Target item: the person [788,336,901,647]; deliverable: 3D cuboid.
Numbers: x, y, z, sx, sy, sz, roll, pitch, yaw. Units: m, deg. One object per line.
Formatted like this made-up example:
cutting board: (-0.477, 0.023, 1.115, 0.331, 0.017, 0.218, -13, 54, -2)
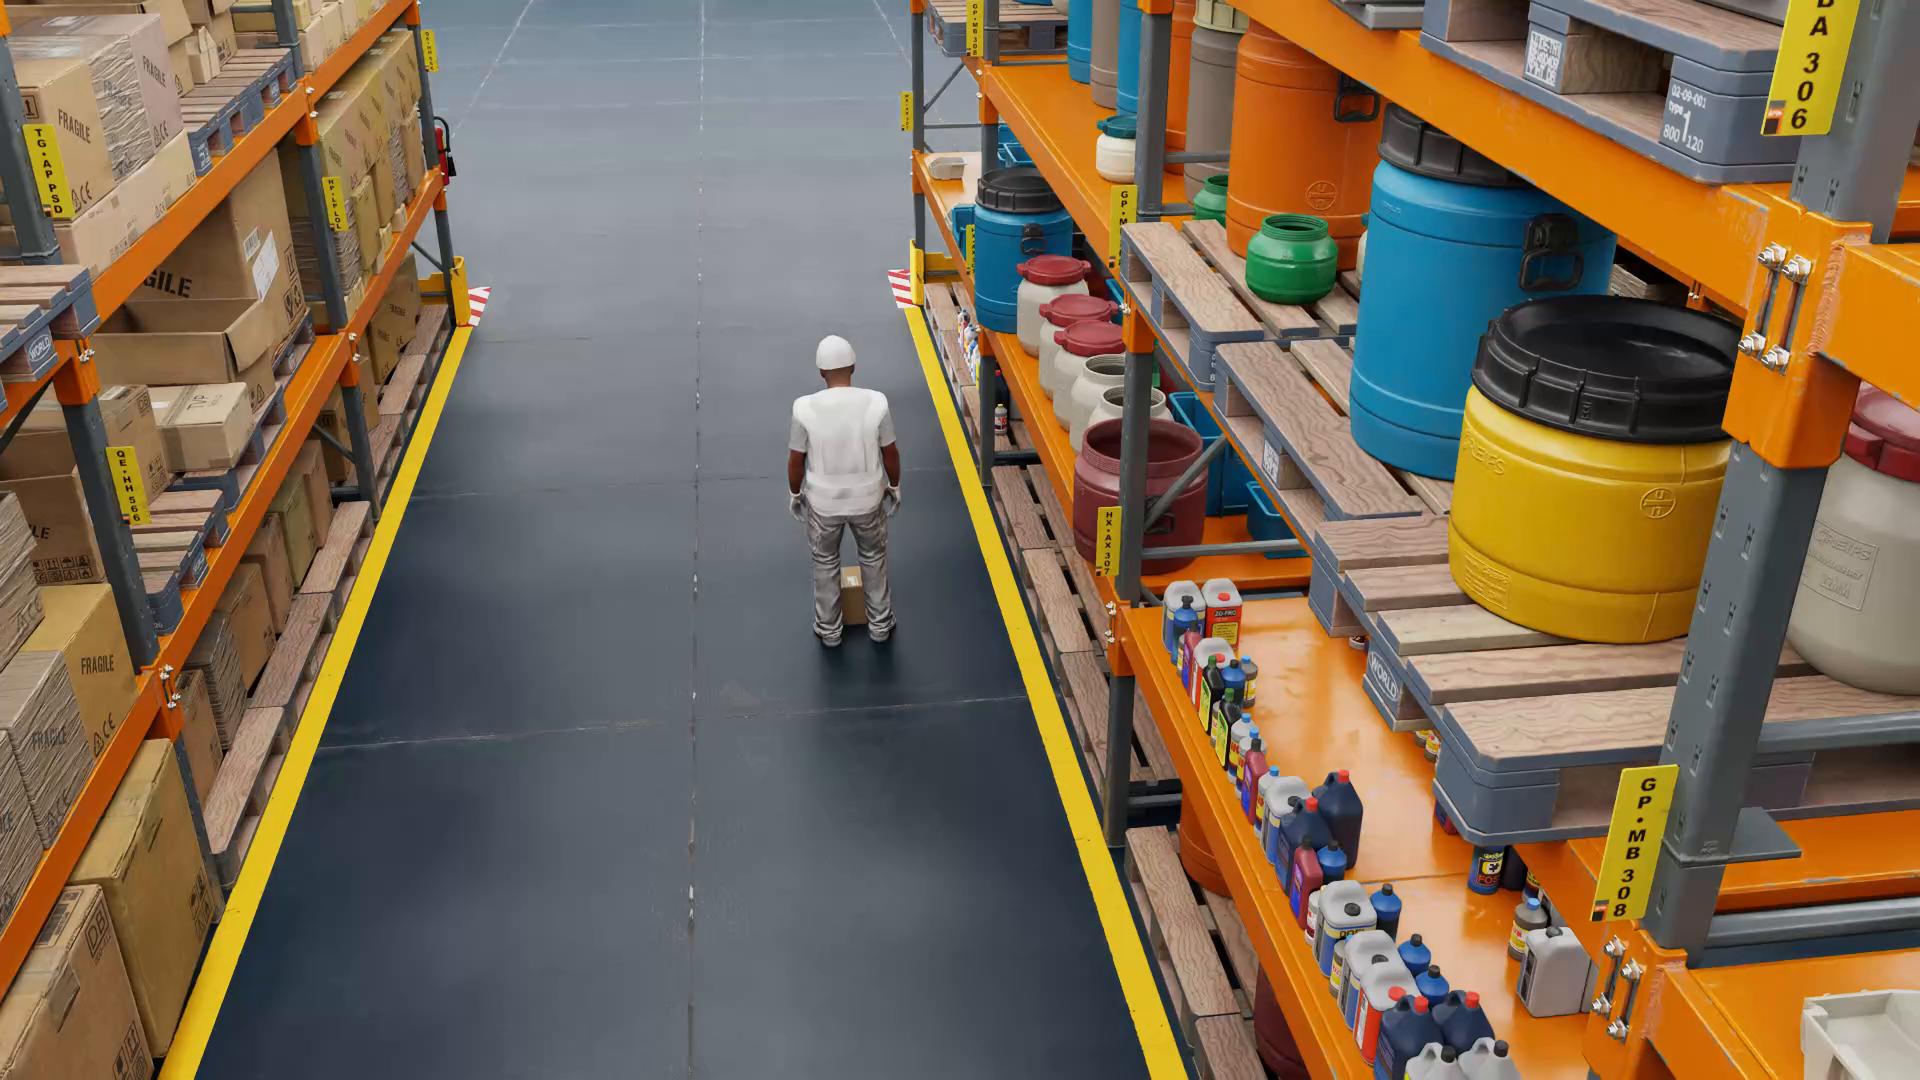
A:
person: (-0.626, -0.248, 9.094, 0.615, 1.773, 0.451, -4, 27, -7)
